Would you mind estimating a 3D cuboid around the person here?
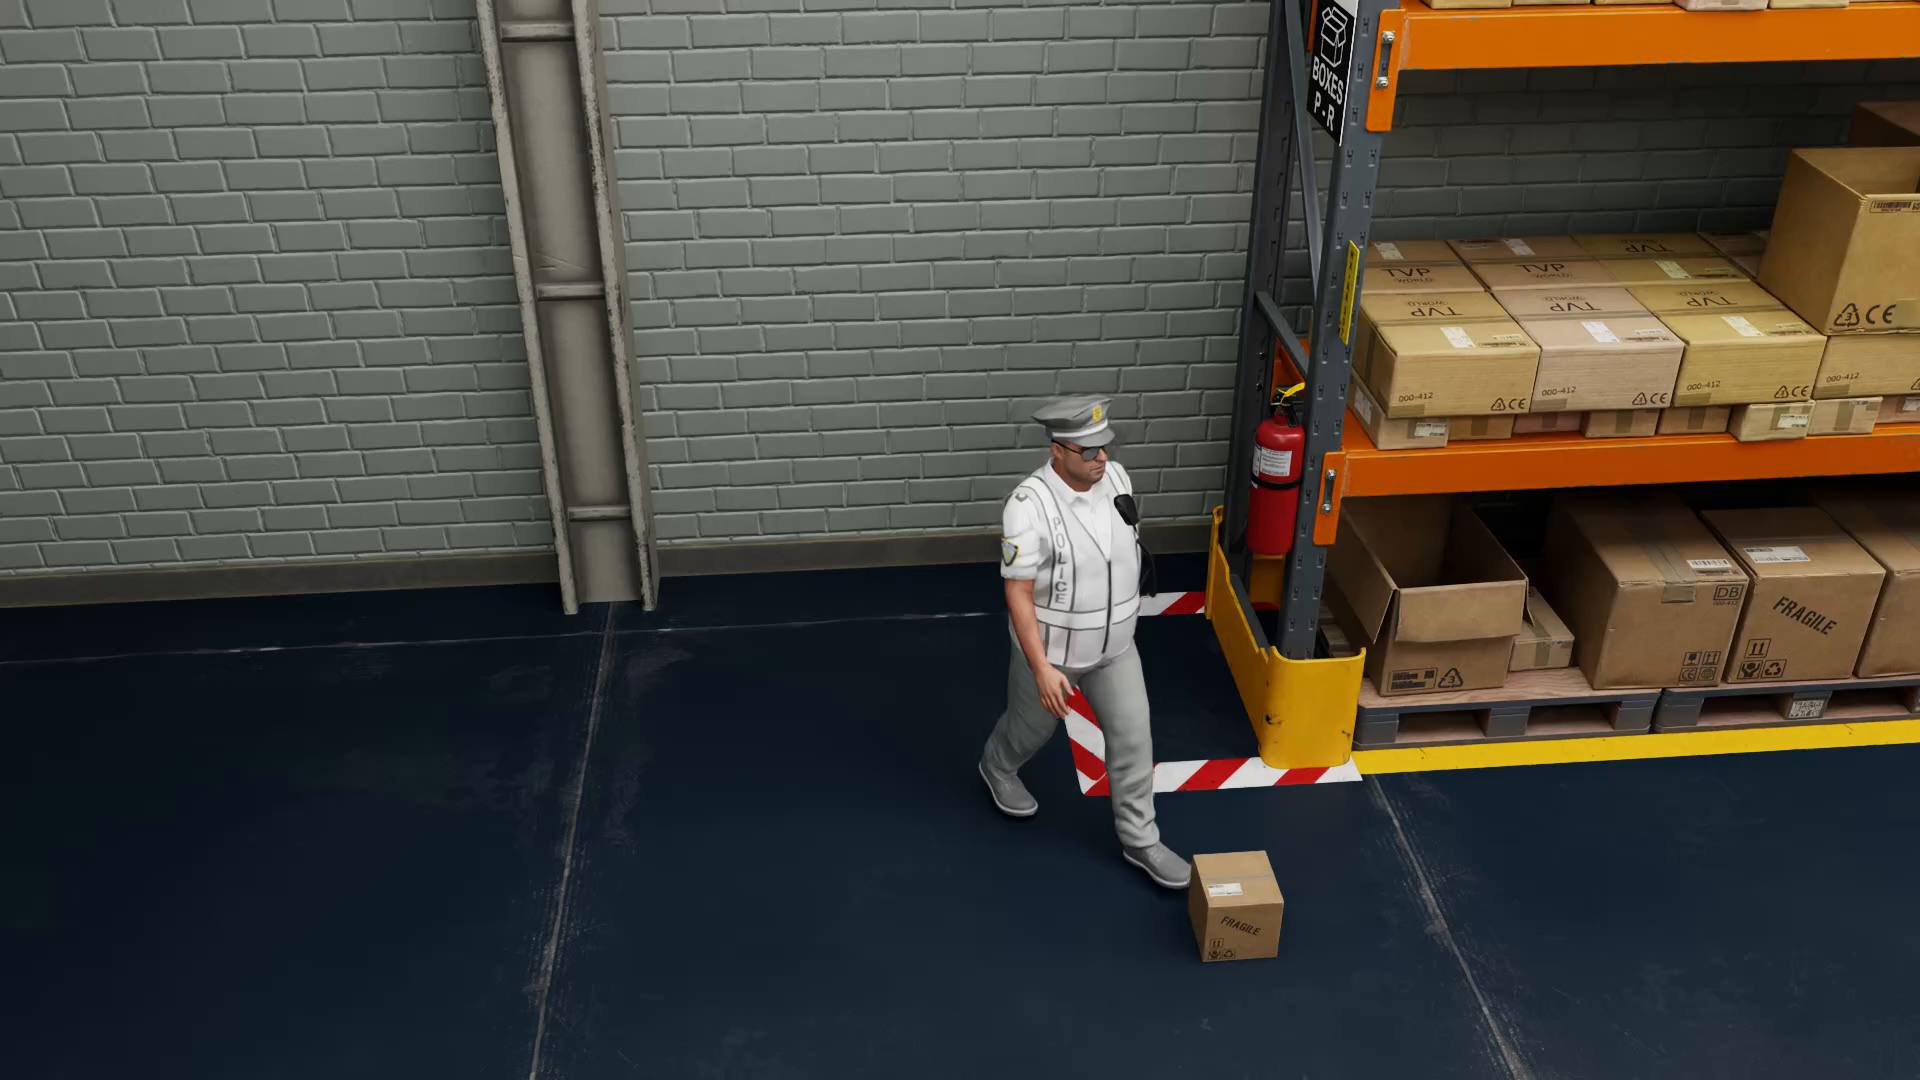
[{"bbox_3d":[0.405,0.337,5.550,0.539,1.733,0.932,-16,35,-25],"label":"person"}]
